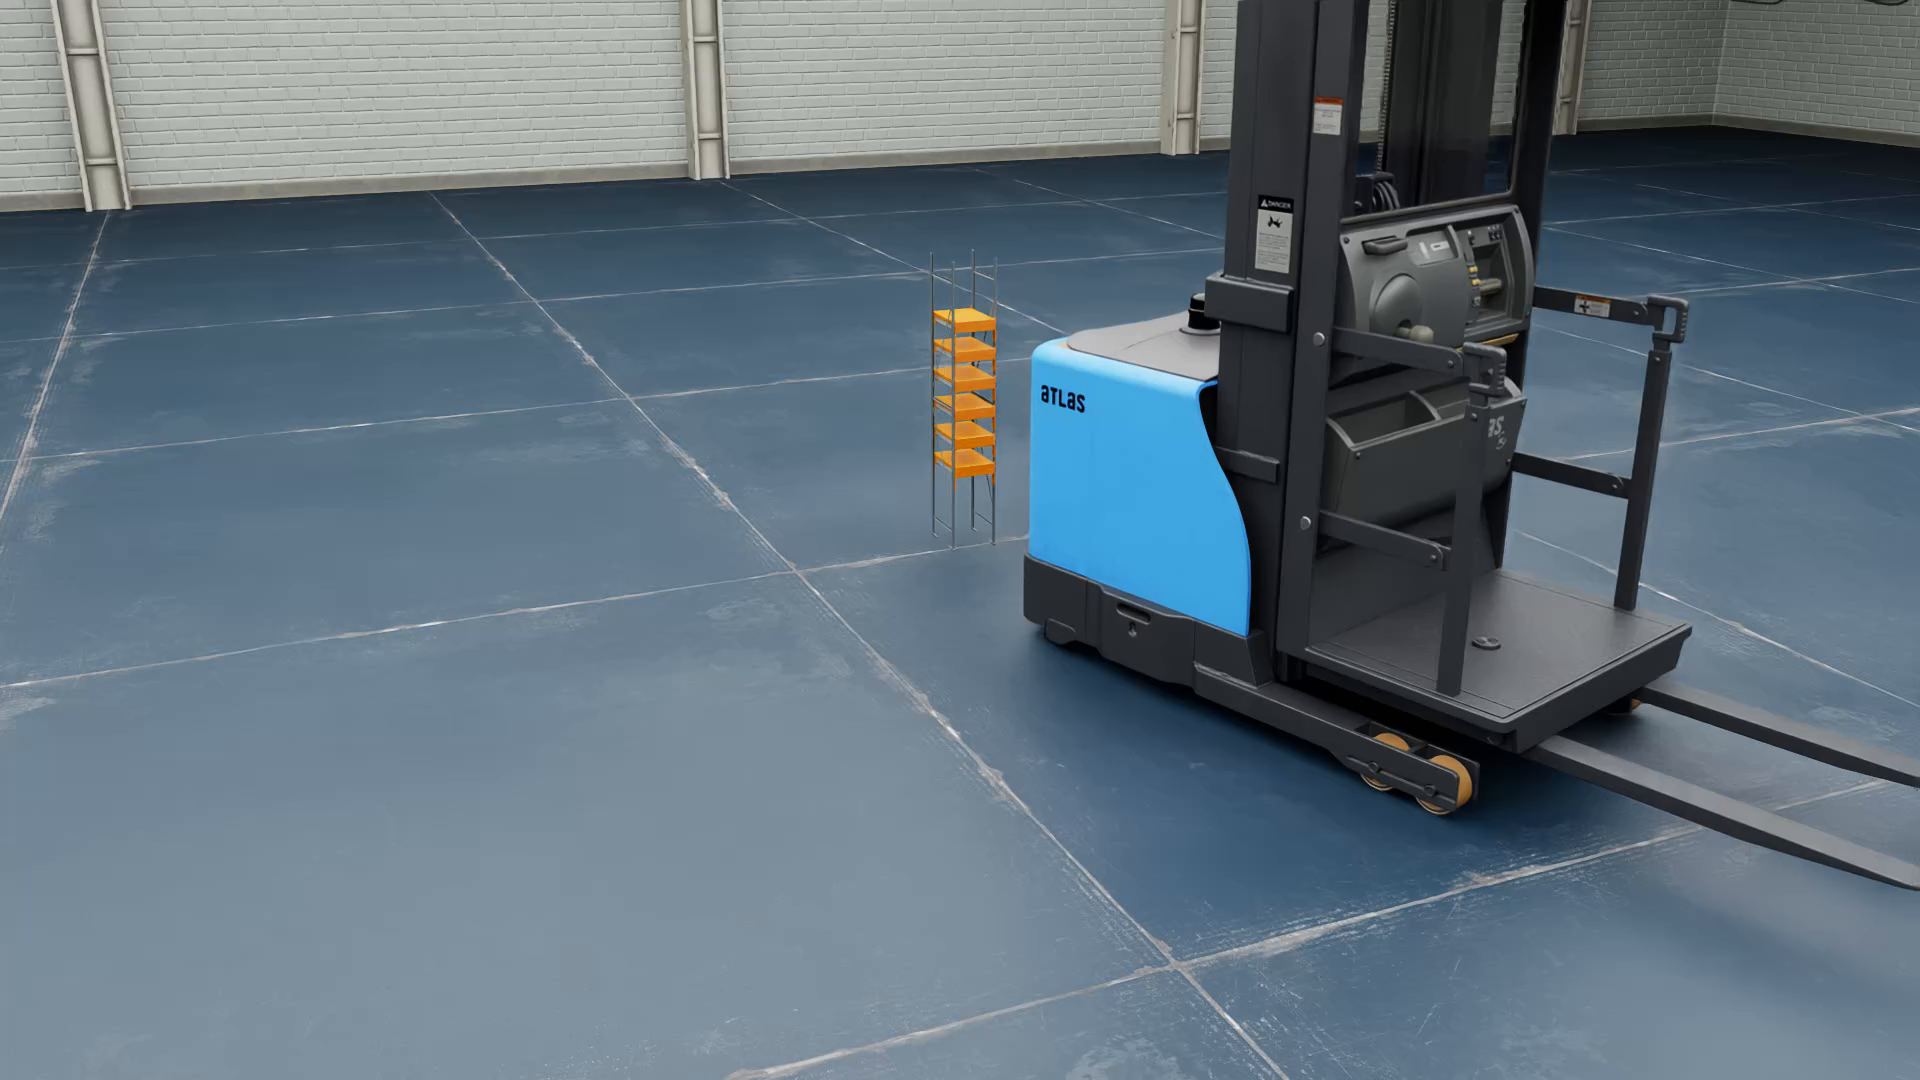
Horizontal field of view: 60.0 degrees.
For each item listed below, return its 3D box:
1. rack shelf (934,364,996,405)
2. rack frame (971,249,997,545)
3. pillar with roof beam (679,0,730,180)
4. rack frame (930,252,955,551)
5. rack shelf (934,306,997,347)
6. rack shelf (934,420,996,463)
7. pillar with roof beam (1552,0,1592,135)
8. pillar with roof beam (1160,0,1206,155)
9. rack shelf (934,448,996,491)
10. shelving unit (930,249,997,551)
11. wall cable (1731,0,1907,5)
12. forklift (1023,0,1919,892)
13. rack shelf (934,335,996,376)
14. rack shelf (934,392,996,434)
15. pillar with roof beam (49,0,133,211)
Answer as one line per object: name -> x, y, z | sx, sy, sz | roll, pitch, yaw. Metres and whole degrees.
rack shelf -> 0.013, -0.639, 6.803 | 0.180, 0.103, 0.258 | -8, 21, -22
rack frame -> 0.097, -0.580, 6.862 | 0.006, 1.200, 0.240 | -8, 21, -22
pillar with roof beam -> -1.076, -6.956, 13.229 | 0.400, 9.000, 9.100 | -8, 21, -22
rack frame -> -0.071, -0.556, 6.794 | 0.006, 1.200, 0.240 | -8, 21, -22
rack shelf -> 0.013, -0.866, 6.723 | 0.180, 0.103, 0.258 | -8, 21, -22
rack shelf -> 0.013, -0.413, 6.883 | 0.180, 0.103, 0.258 | -8, 21, -22
pillar with roof beam -> 9.942, -8.535, 17.712 | 0.400, 9.000, 9.100 | -8, 21, -22
pillar with roof beam -> 4.433, -7.746, 15.471 | 0.400, 9.000, 9.100 | -8, 21, -22
rack shelf -> 0.013, -0.300, 6.923 | 0.180, 0.103, 0.258 | -8, 21, -22
shelving unit -> 0.013, -0.568, 6.828 | 0.189, 1.200, 0.258 | -8, 21, -22
wall cable -> 11.466, -8.367, 21.912 | 0.112, 2.526, 3.097 | -8, 21, -22
forklift -> 1.578, -0.783, 4.833 | 1.130, 2.935, 3.031 | -16, 25, -38
rack shelf -> 0.013, -0.752, 6.763 | 0.180, 0.103, 0.258 | -8, 21, -22
rack shelf -> 0.013, -0.526, 6.843 | 0.180, 0.103, 0.258 | -8, 21, -22
pillar with roof beam -> -6.586, -6.167, 10.987 | 0.400, 9.000, 9.100 | -8, 21, -22
